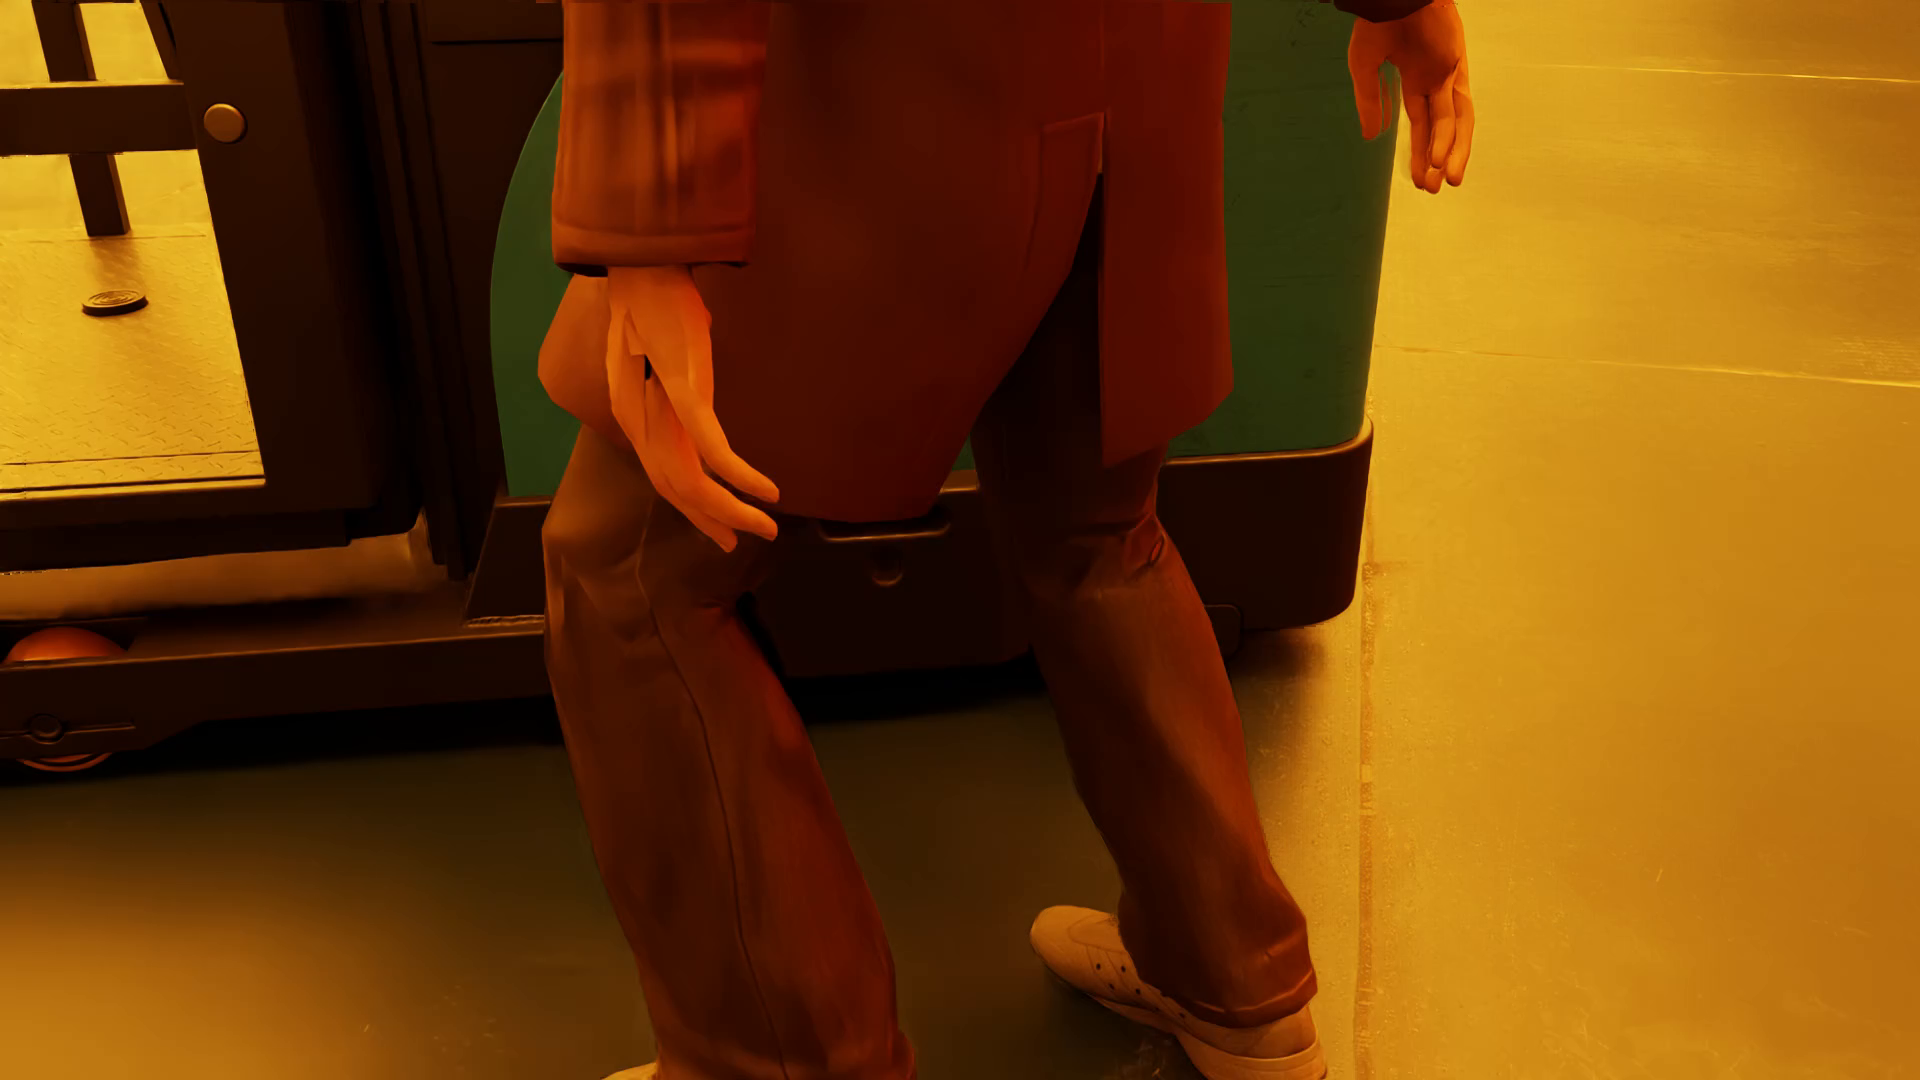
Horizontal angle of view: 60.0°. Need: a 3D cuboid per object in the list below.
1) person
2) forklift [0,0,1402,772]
[{"bbox_3d":[0.031,-0.284,1.203,0.931,1.753,0.529,-19,33,-33],"label":"person"},{"bbox_3d":[-1.038,-1.278,1.779,3.031,2.935,1.130,-4,27,-7],"label":"forklift"}]
